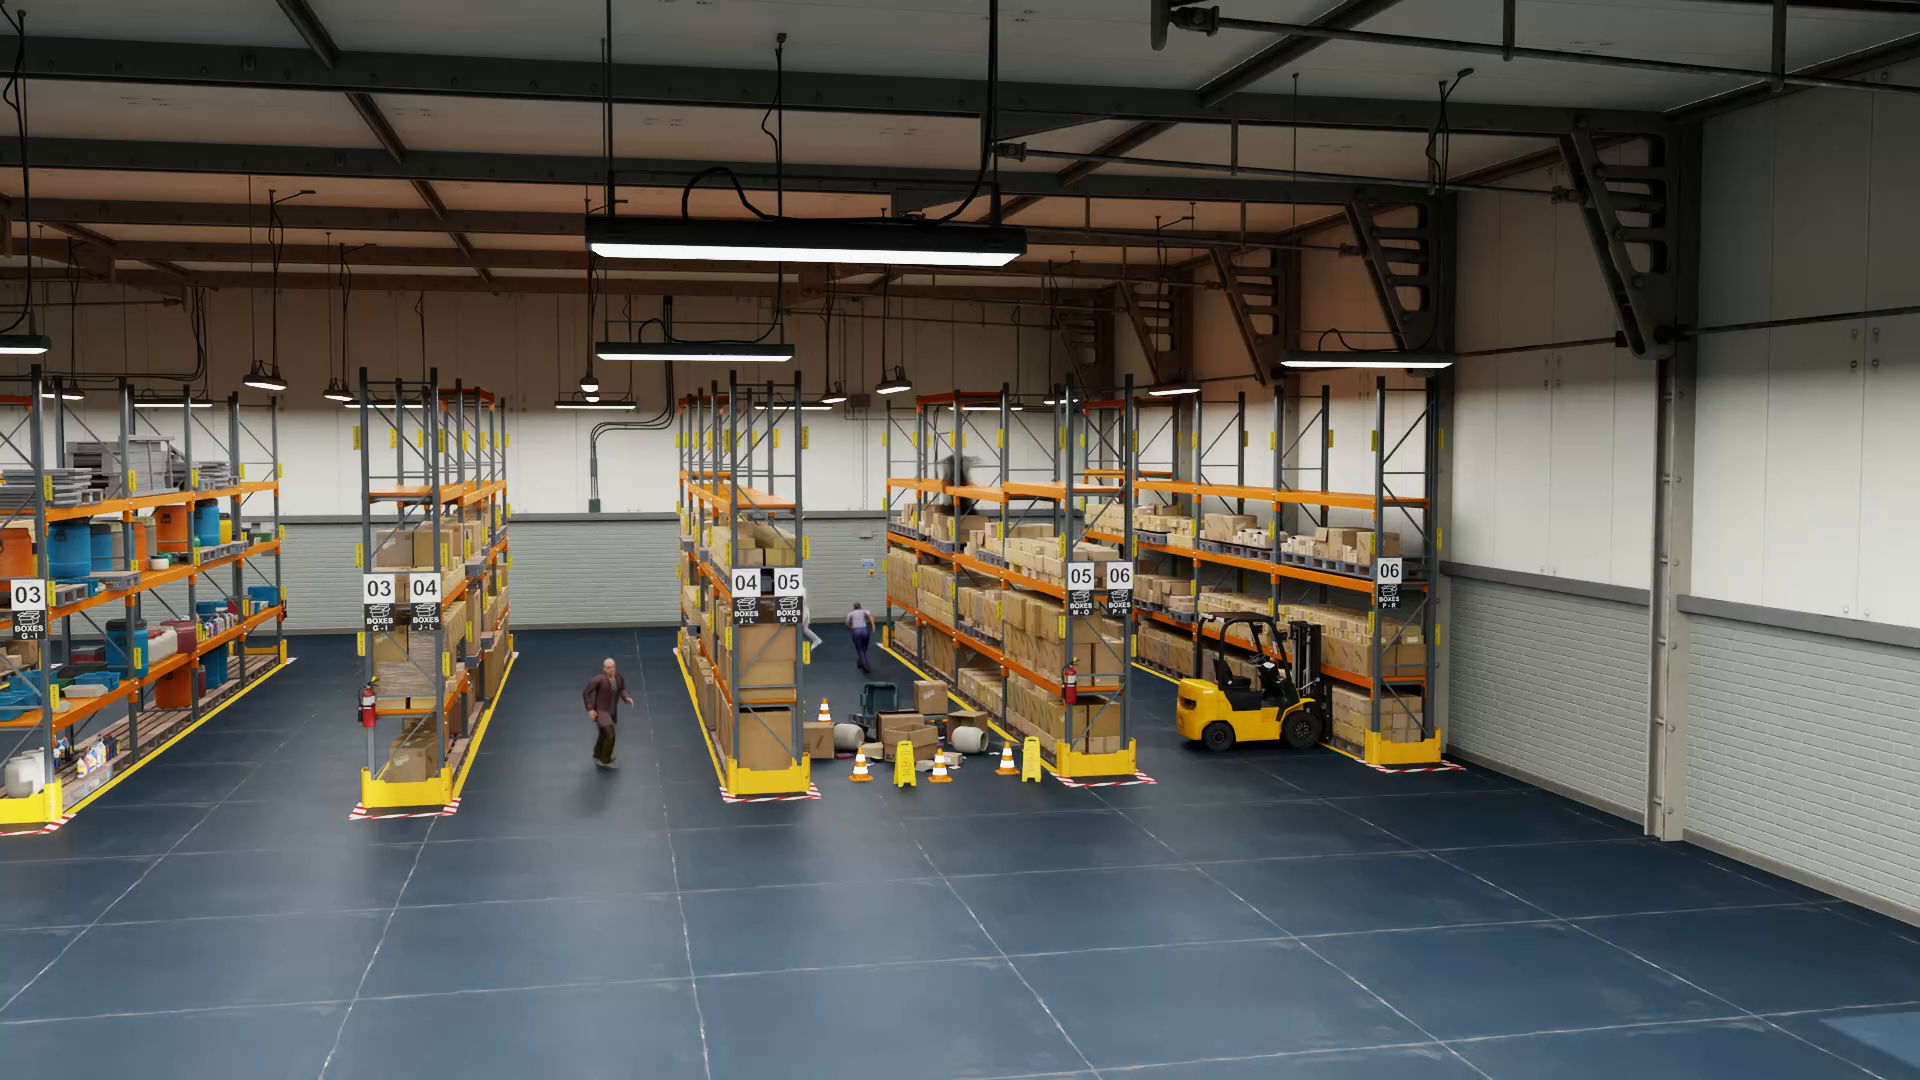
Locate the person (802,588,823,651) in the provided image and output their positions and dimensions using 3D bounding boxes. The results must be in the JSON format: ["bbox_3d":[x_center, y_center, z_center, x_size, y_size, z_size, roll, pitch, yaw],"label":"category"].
[{"bbox_3d":[-3.679,1.785,39.401,0.942,1.768,0.698,1,4,21],"label":"person"}]

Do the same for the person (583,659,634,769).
[{"bbox_3d":[-5.382,2.714,25.470,0.898,1.644,0.724,2,4,26],"label":"person"}]

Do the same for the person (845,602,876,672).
[{"bbox_3d":[-2.150,2.108,36.027,0.622,1.472,1.062,-1,3,-12],"label":"person"}]
